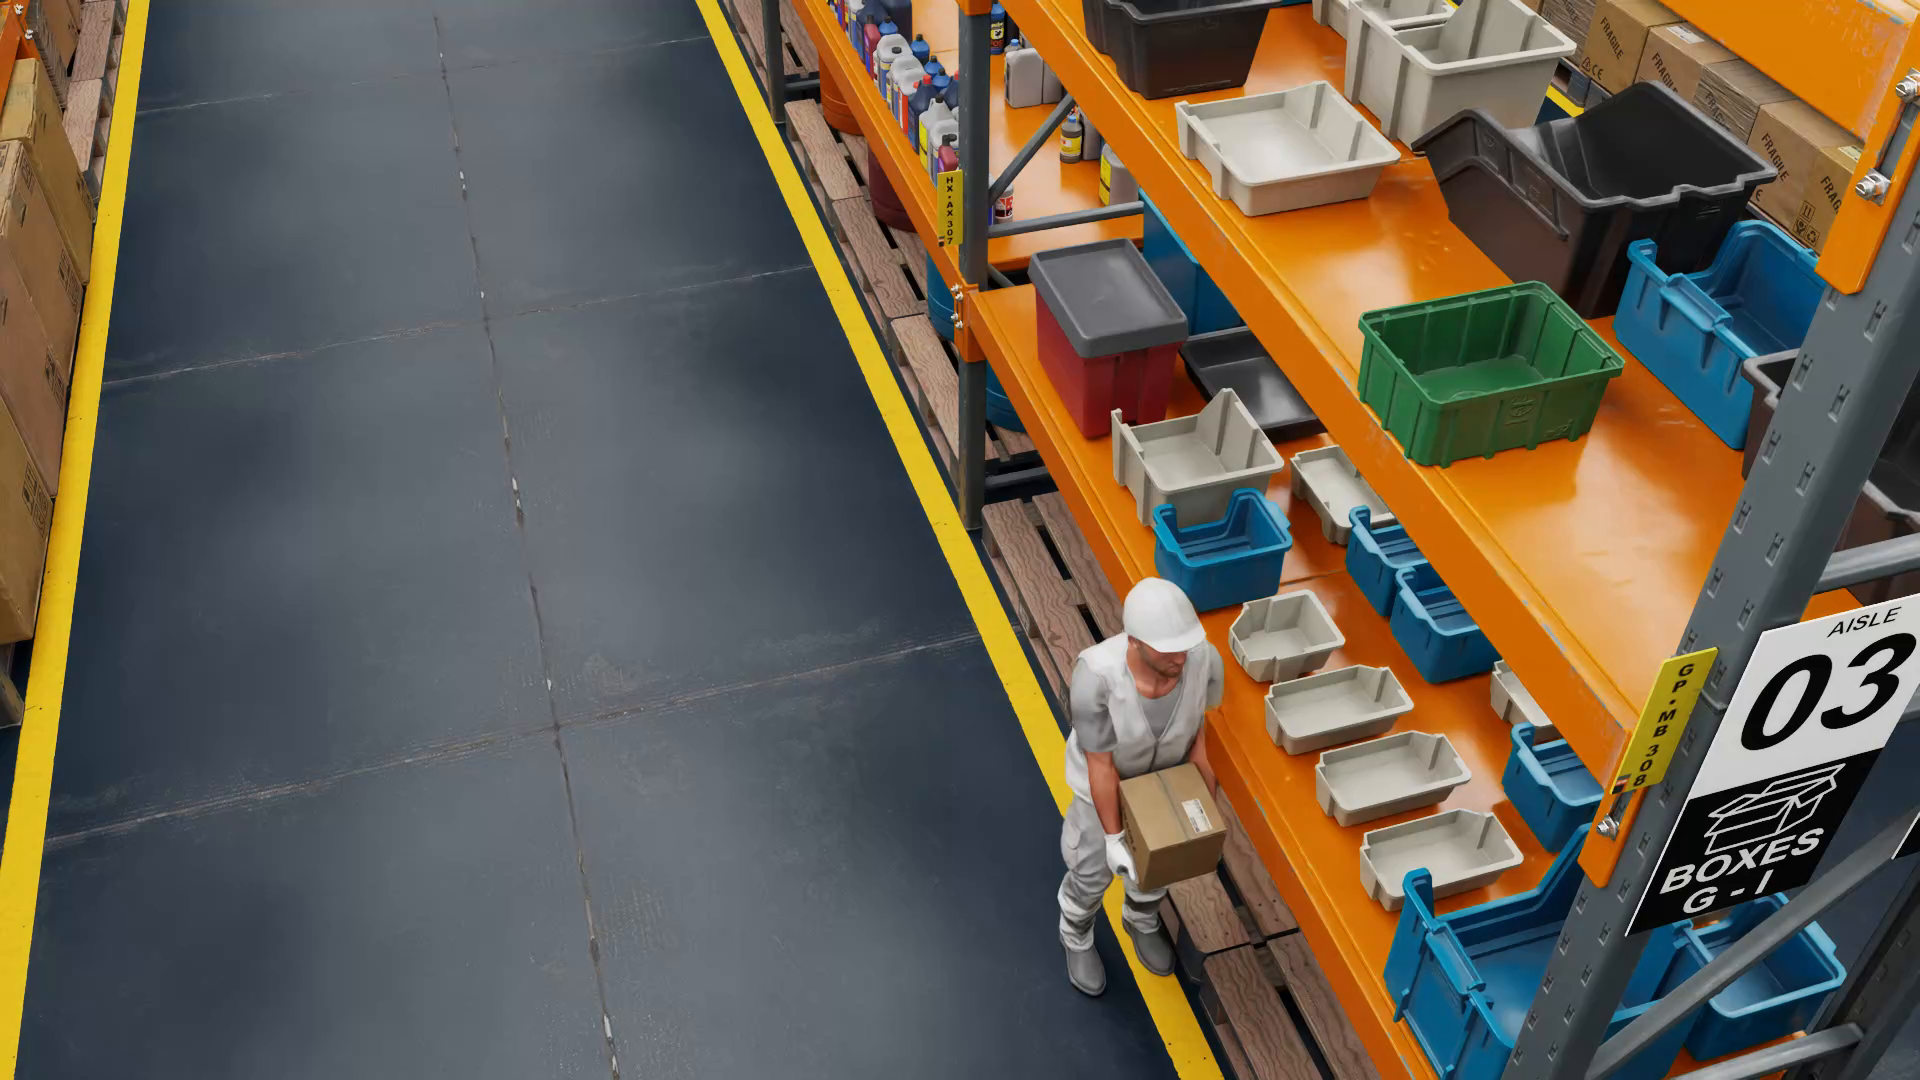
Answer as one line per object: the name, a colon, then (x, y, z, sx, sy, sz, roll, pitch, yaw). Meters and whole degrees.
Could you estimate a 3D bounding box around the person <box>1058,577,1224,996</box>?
person: (0.581, 0.829, 5.221, 0.495, 1.781, 0.564, -13, 43, -14)
